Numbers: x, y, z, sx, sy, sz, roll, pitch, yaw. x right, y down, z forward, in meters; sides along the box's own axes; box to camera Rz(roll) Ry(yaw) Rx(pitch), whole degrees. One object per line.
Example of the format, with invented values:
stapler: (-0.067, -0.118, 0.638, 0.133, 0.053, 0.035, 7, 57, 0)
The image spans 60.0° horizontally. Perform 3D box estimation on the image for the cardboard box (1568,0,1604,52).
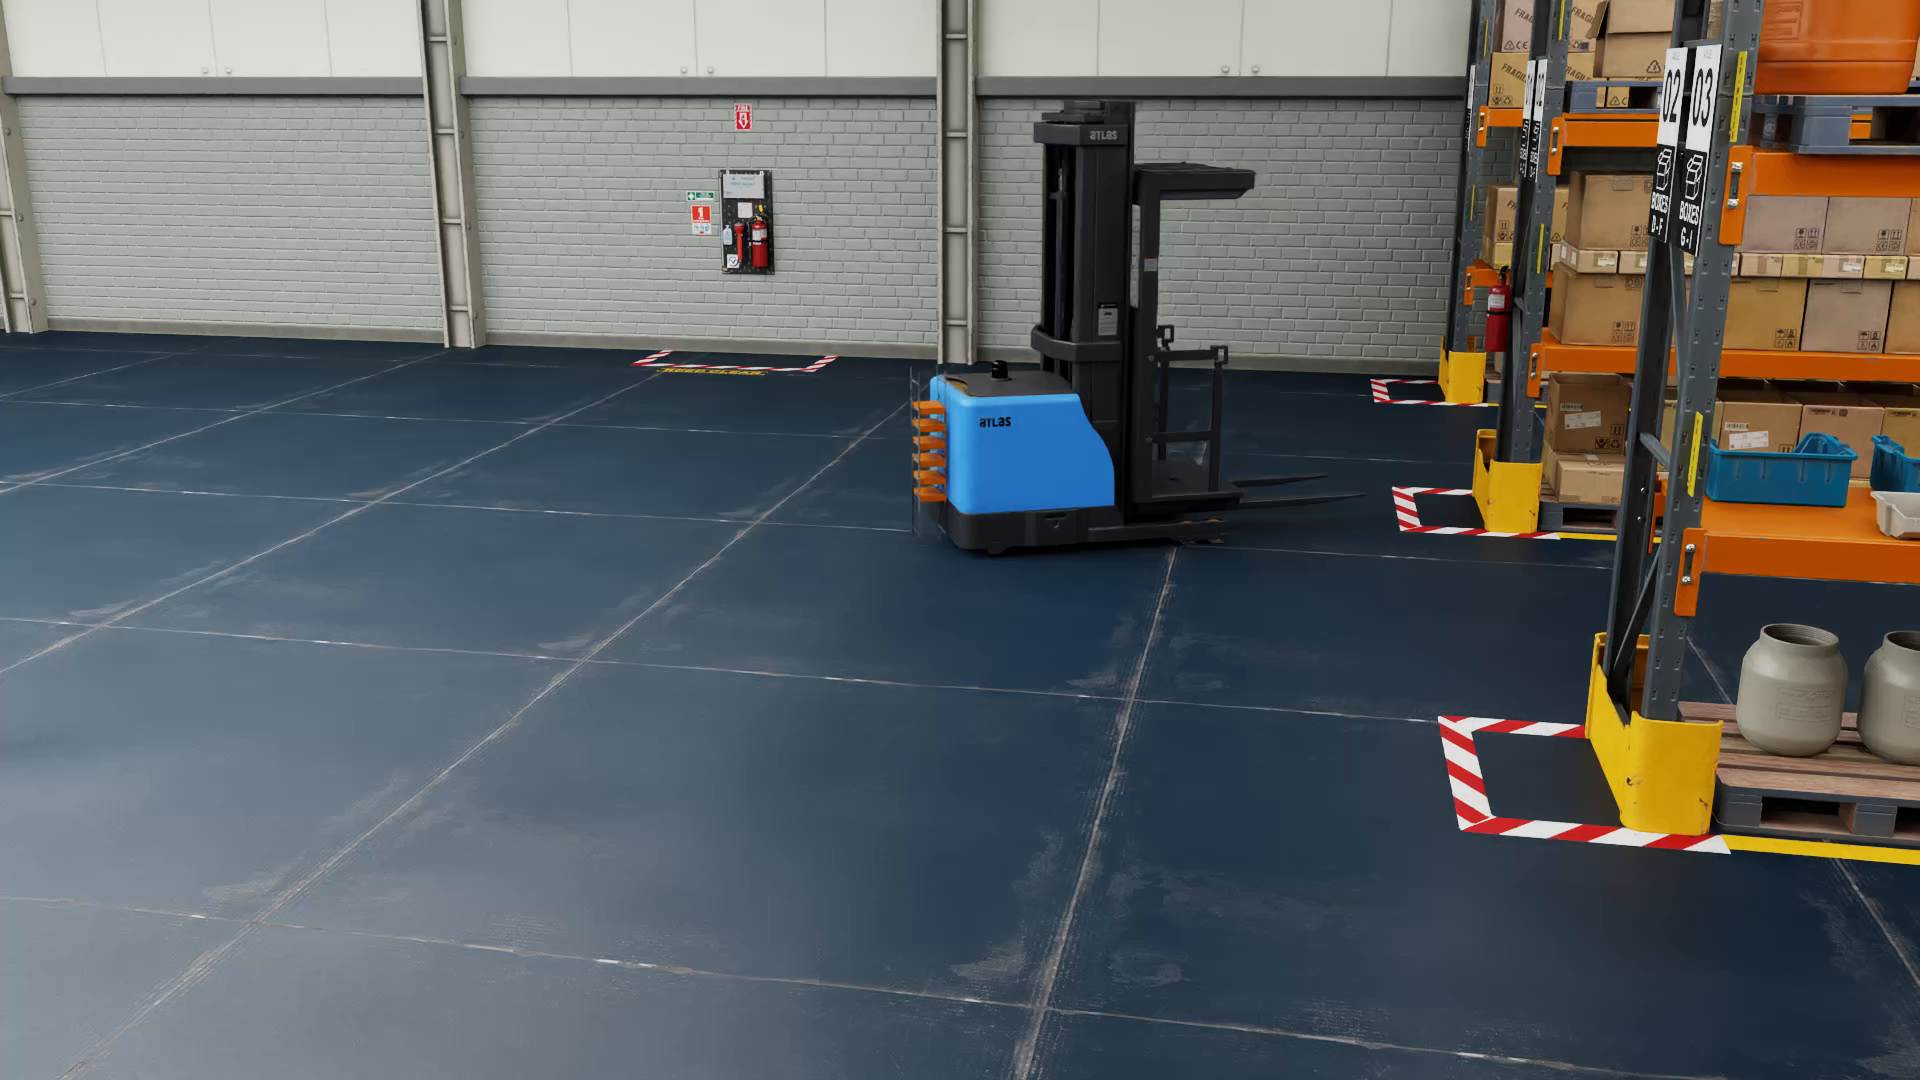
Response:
cardboard box: (5.806, -4.803, 15.495, 0.500, 0.500, 0.500, 3, 16, 10)

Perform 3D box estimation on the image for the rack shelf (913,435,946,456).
rack shelf: (-0.212, -0.637, 11.261, 0.180, 0.103, 0.258, -4, 16, -14)

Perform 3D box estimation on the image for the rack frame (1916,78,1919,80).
rack frame: (8.915, -5.620, 14.923, 0.127, 3.000, 1.000, 3, 16, 11)

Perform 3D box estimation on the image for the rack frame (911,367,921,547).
rack frame: (-0.301, -0.558, 11.260, 0.006, 1.200, 0.240, -4, 16, -14)

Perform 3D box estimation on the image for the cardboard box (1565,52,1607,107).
cardboard box: (5.792, -4.324, 15.638, 0.500, 0.500, 0.500, 4, 16, 15)

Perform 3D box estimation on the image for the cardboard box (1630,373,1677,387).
cardboard box: (6.923, -1.806, 16.251, 0.500, 0.500, 0.700, 2, 16, 8)

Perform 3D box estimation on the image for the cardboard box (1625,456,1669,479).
cardboard box: (4.984, -0.410, 11.718, 0.500, 0.250, 0.500, 3, 16, 11)

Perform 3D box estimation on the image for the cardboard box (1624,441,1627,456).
cardboard box: (5.089, -0.548, 12.215, 0.500, 0.250, 0.500, 3, 16, 11)

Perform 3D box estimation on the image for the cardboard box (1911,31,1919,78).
cardboard box: (6.343, -3.318, 10.991, 0.637, 0.503, 0.797, 5, 16, 17)

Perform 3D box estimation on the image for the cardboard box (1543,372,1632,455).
cardboard box: (4.597, -0.933, 12.202, 0.500, 0.500, 0.500, 3, 16, 11)

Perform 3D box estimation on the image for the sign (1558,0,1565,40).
sign: (3.895, -3.405, 10.762, 0.005, 0.325, 0.100, 3, 16, 11)

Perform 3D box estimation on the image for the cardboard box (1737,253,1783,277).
cardboard box: (5.365, -1.874, 11.238, 0.250, 0.149, 0.380, 3, 16, 9)

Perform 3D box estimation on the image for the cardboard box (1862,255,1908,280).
cardboard box: (6.118, -1.833, 11.088, 0.250, 0.149, 0.380, 4, 16, 13)

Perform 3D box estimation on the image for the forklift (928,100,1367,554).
forklift: (1.350, -1.508, 11.447, 3.031, 2.935, 1.130, -4, 16, -14)

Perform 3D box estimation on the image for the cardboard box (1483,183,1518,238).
cardboard box: (5.500, -3.271, 16.519, 0.500, 0.500, 0.500, 3, 16, 10)

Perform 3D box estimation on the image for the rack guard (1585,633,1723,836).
rack guard: (3.105, 0.847, 7.499, 0.348, 0.500, 1.175, 3, 16, 11)

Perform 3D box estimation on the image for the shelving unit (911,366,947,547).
shelving unit: (-0.212, -0.564, 11.281, 0.189, 1.200, 0.258, -4, 16, -14)

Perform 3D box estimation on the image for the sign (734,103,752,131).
sign: (-2.428, -4.735, 18.623, 0.199, 0.298, 0.001, 3, 16, 11)

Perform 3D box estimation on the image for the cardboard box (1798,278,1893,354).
cardboard box: (5.984, -1.584, 11.403, 0.500, 0.500, 0.700, 4, 16, 13)

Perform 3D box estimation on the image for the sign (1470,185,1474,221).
sign: (4.887, -3.217, 15.864, 0.005, 0.325, 0.100, 3, 16, 11)

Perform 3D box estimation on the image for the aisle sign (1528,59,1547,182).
aisle sign: (3.886, -2.822, 11.189, 0.004, 0.787, 0.394, 3, 16, 11)

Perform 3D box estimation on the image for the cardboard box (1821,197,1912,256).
cardboard box: (6.020, -2.208, 11.227, 0.500, 0.500, 0.700, 3, 16, 11)

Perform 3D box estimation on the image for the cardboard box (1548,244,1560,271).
cardboard box: (5.922, -2.746, 16.029, 0.500, 0.250, 0.500, 3, 16, 9)

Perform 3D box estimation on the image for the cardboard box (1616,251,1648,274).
cardboard box: (4.613, -1.916, 11.386, 0.250, 0.149, 0.380, 3, 16, 10)

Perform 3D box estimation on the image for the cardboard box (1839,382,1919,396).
cardboard box: (6.560, -0.831, 11.832, 0.500, 0.500, 0.500, 3, 16, 11)

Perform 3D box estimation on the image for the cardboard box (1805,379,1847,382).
cardboard box: (8.385, -1.596, 16.118, 0.250, 0.166, 0.380, 1, 16, 4)

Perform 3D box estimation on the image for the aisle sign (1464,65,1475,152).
aisle sign: (4.865, -4.120, 15.875, 0.004, 0.787, 0.394, 3, 16, 11)

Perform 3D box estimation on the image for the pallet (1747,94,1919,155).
pallet: (3.812, -1.635, 6.509, 1.213, 0.211, 1.003, 3, 16, 11)

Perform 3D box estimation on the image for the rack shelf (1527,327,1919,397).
rack shelf: (5.972, -1.192, 11.525, 4.000, 0.370, 1.077, 3, 16, 11)

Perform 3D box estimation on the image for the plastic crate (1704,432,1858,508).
plastic crate: (3.571, -0.330, 7.342, 0.616, 0.251, 0.499, 3, 16, 11)

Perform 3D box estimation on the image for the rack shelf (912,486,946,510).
rack shelf: (-0.212, -0.290, 11.357, 0.180, 0.103, 0.258, -4, 16, -14)

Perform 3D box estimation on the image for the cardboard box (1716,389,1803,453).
cardboard box: (5.476, -0.748, 11.533, 0.500, 0.500, 0.500, 3, 16, 11)

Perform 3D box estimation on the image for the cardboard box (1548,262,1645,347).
cardboard box: (4.467, -1.665, 11.698, 0.500, 0.500, 0.700, 3, 16, 11)

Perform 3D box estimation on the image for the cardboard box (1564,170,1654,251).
cardboard box: (4.519, -2.288, 11.515, 0.500, 0.500, 0.700, 3, 16, 11)

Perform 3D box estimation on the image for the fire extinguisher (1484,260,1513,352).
fire extinguisher: (3.989, -1.736, 12.285, 0.183, 0.674, 0.296, 3, 16, 11)

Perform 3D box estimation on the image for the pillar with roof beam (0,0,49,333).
pillar with roof beam: (-12.643, -5.853, 15.765, 0.400, 9.000, 9.100, 3, 16, 11)

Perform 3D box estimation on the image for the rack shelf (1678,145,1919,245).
rack shelf: (4.981, -1.342, 6.447, 4.000, 0.370, 1.077, 3, 16, 11)

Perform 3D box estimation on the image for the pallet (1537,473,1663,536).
pallet: (4.770, -0.272, 12.078, 1.213, 0.211, 1.003, 3, 16, 11)

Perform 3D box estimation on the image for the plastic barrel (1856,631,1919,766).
plastic barrel: (4.173, 0.688, 7.261, 0.421, 0.512, 0.421, 0, 15, 0)

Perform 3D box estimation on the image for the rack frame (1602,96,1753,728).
rack frame: (3.021, -0.350, 7.136, 0.127, 3.000, 1.000, 3, 16, 11)

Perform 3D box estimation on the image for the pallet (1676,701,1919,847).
pallet: (3.900, 1.030, 7.377, 1.213, 0.211, 1.003, 3, 16, 11)

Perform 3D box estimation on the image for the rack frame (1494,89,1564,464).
rack frame: (4.012, -1.645, 11.813, 0.127, 3.000, 1.000, 3, 16, 11)
